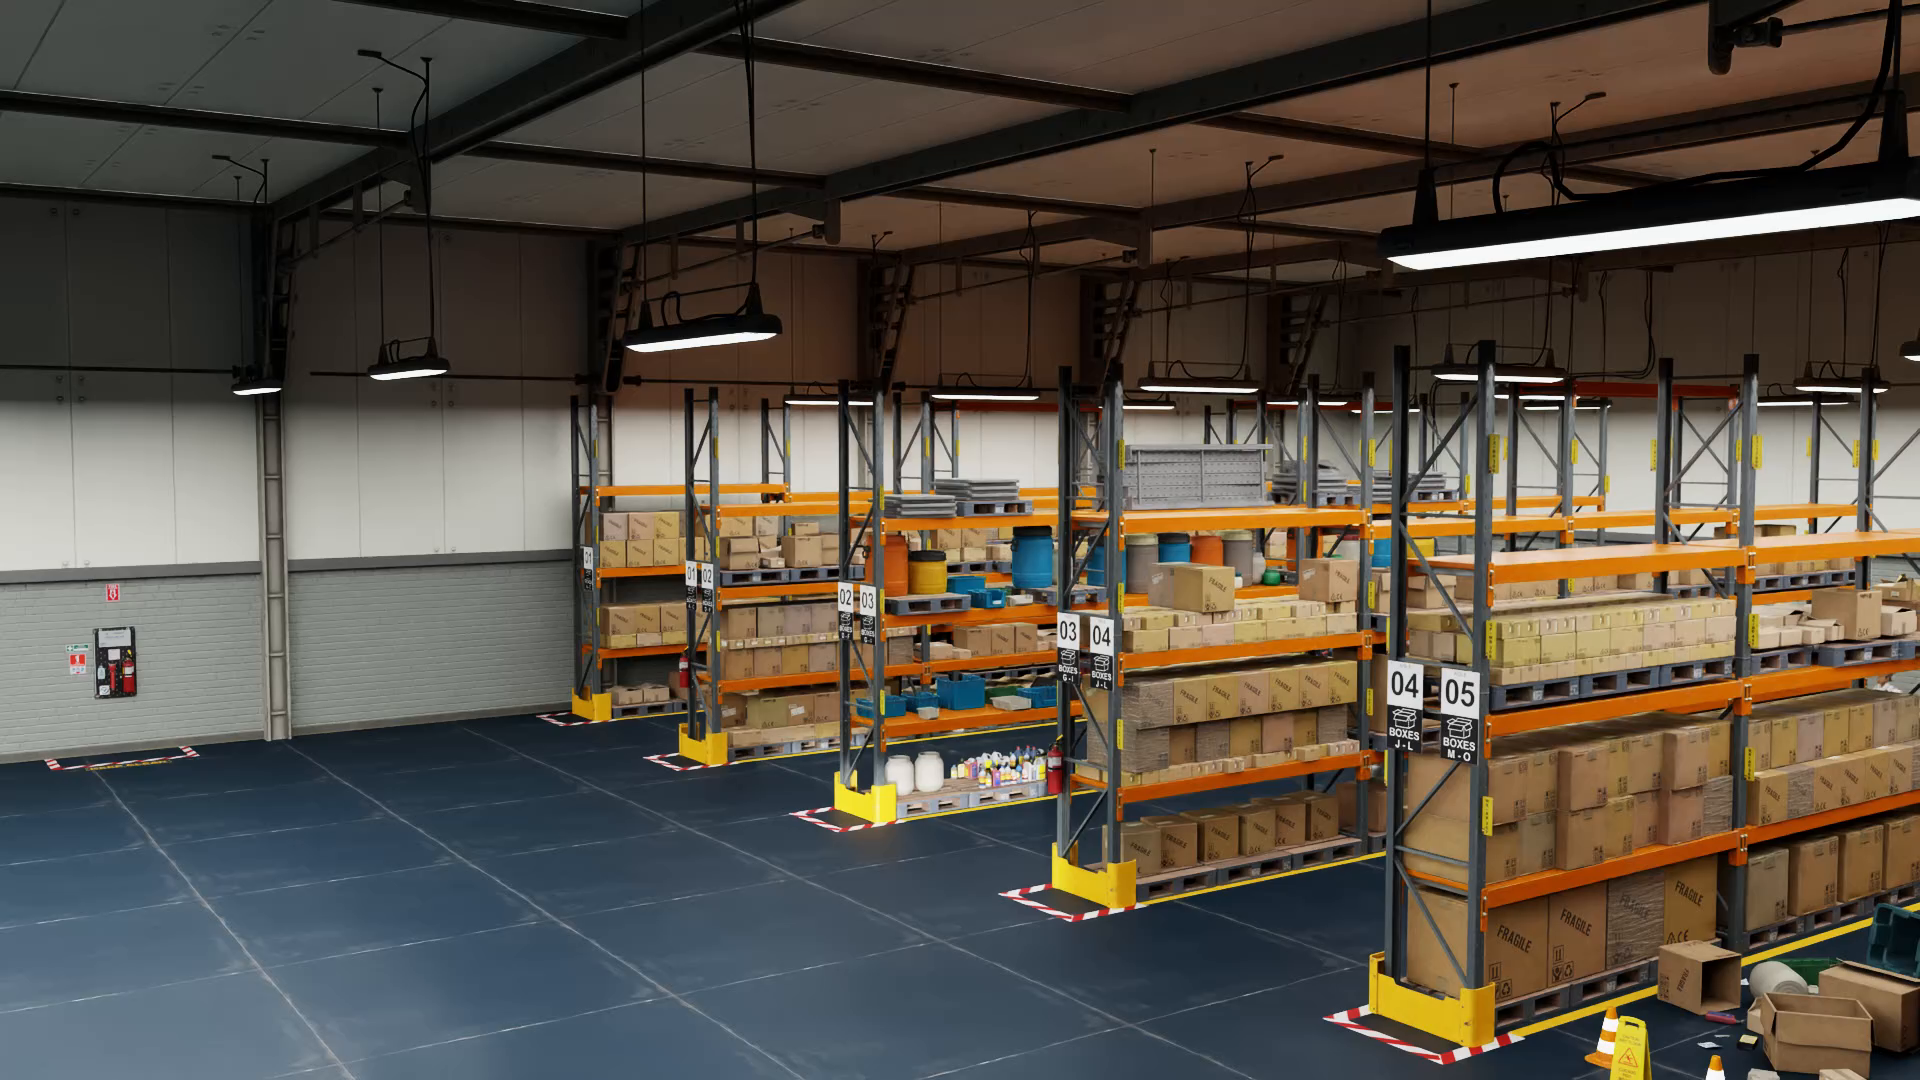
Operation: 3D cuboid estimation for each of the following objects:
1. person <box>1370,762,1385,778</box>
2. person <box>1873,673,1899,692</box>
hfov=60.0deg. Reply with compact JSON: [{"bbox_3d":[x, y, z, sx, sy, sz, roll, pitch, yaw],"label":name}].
[{"bbox_3d":[5.828,2.854,23.886,0.565,1.755,0.579,-2,4,-35],"label":"person"},{"bbox_3d":[14.285,2.774,25.775,1.034,1.613,0.581,-2,4,-32],"label":"person"}]
